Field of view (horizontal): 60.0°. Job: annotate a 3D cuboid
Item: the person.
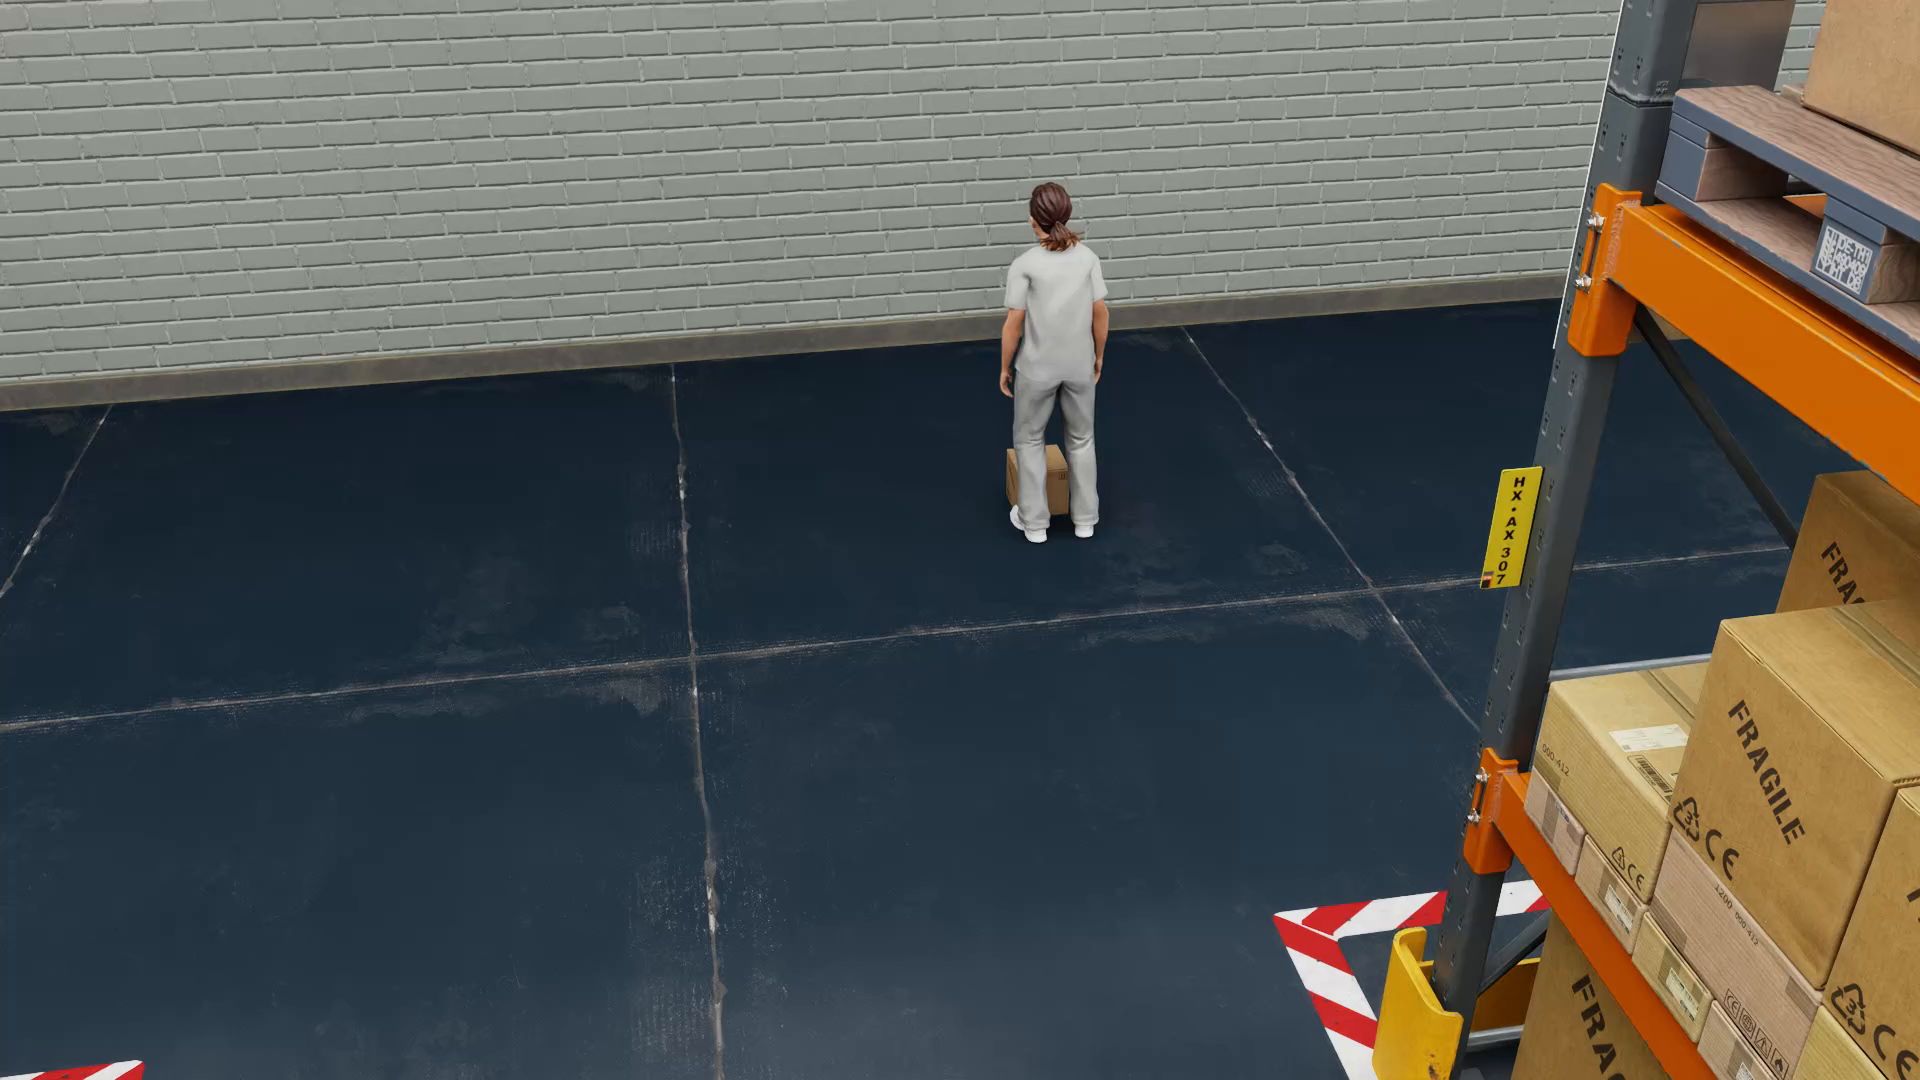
[{"bbox_3d":[0.422,-0.769,7.424,0.514,1.671,0.364,-7,32,-12],"label":"person"}]
